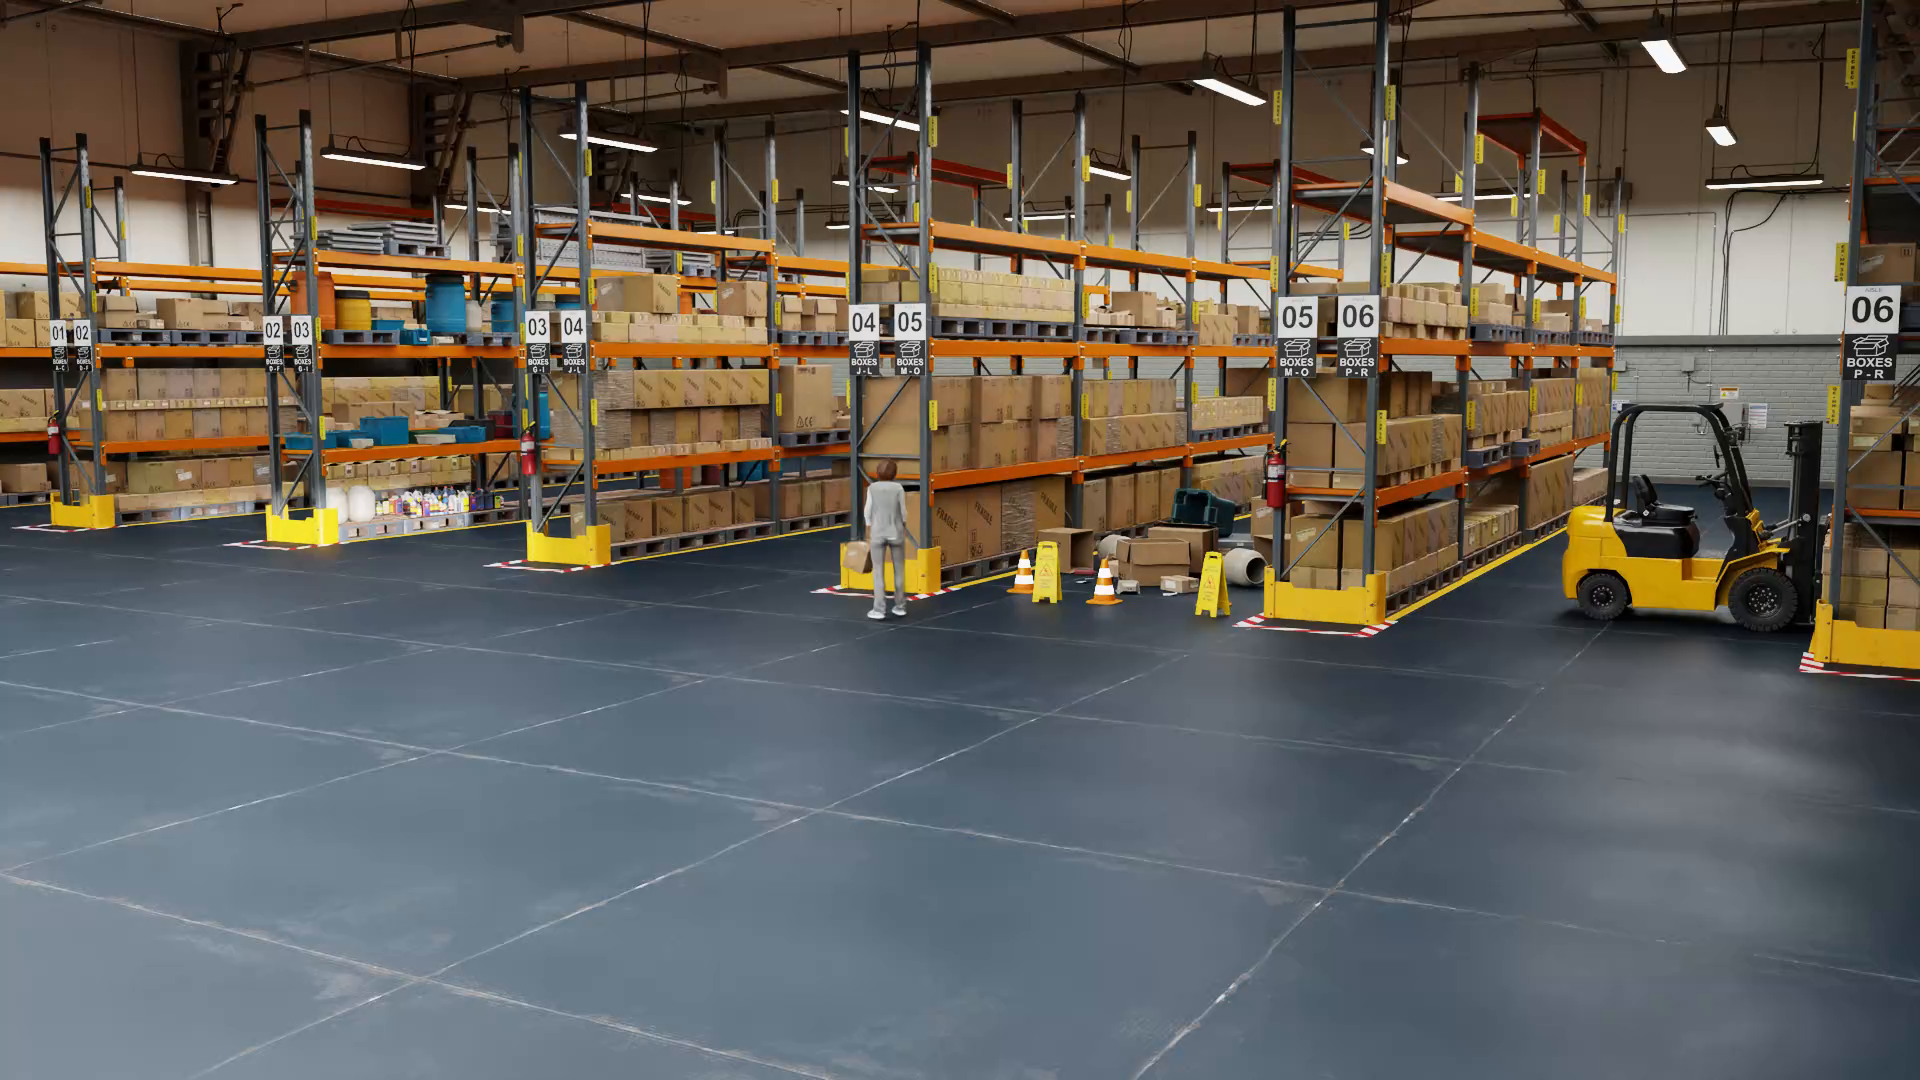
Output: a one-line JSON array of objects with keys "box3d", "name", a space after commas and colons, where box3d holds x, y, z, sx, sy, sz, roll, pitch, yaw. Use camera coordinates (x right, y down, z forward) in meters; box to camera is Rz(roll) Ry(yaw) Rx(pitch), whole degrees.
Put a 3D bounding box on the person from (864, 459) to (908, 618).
[{"box3d": [-0.737, -0.020, 16.617, 0.434, 1.601, 0.473, 0, 6, 0], "name": "person"}]
